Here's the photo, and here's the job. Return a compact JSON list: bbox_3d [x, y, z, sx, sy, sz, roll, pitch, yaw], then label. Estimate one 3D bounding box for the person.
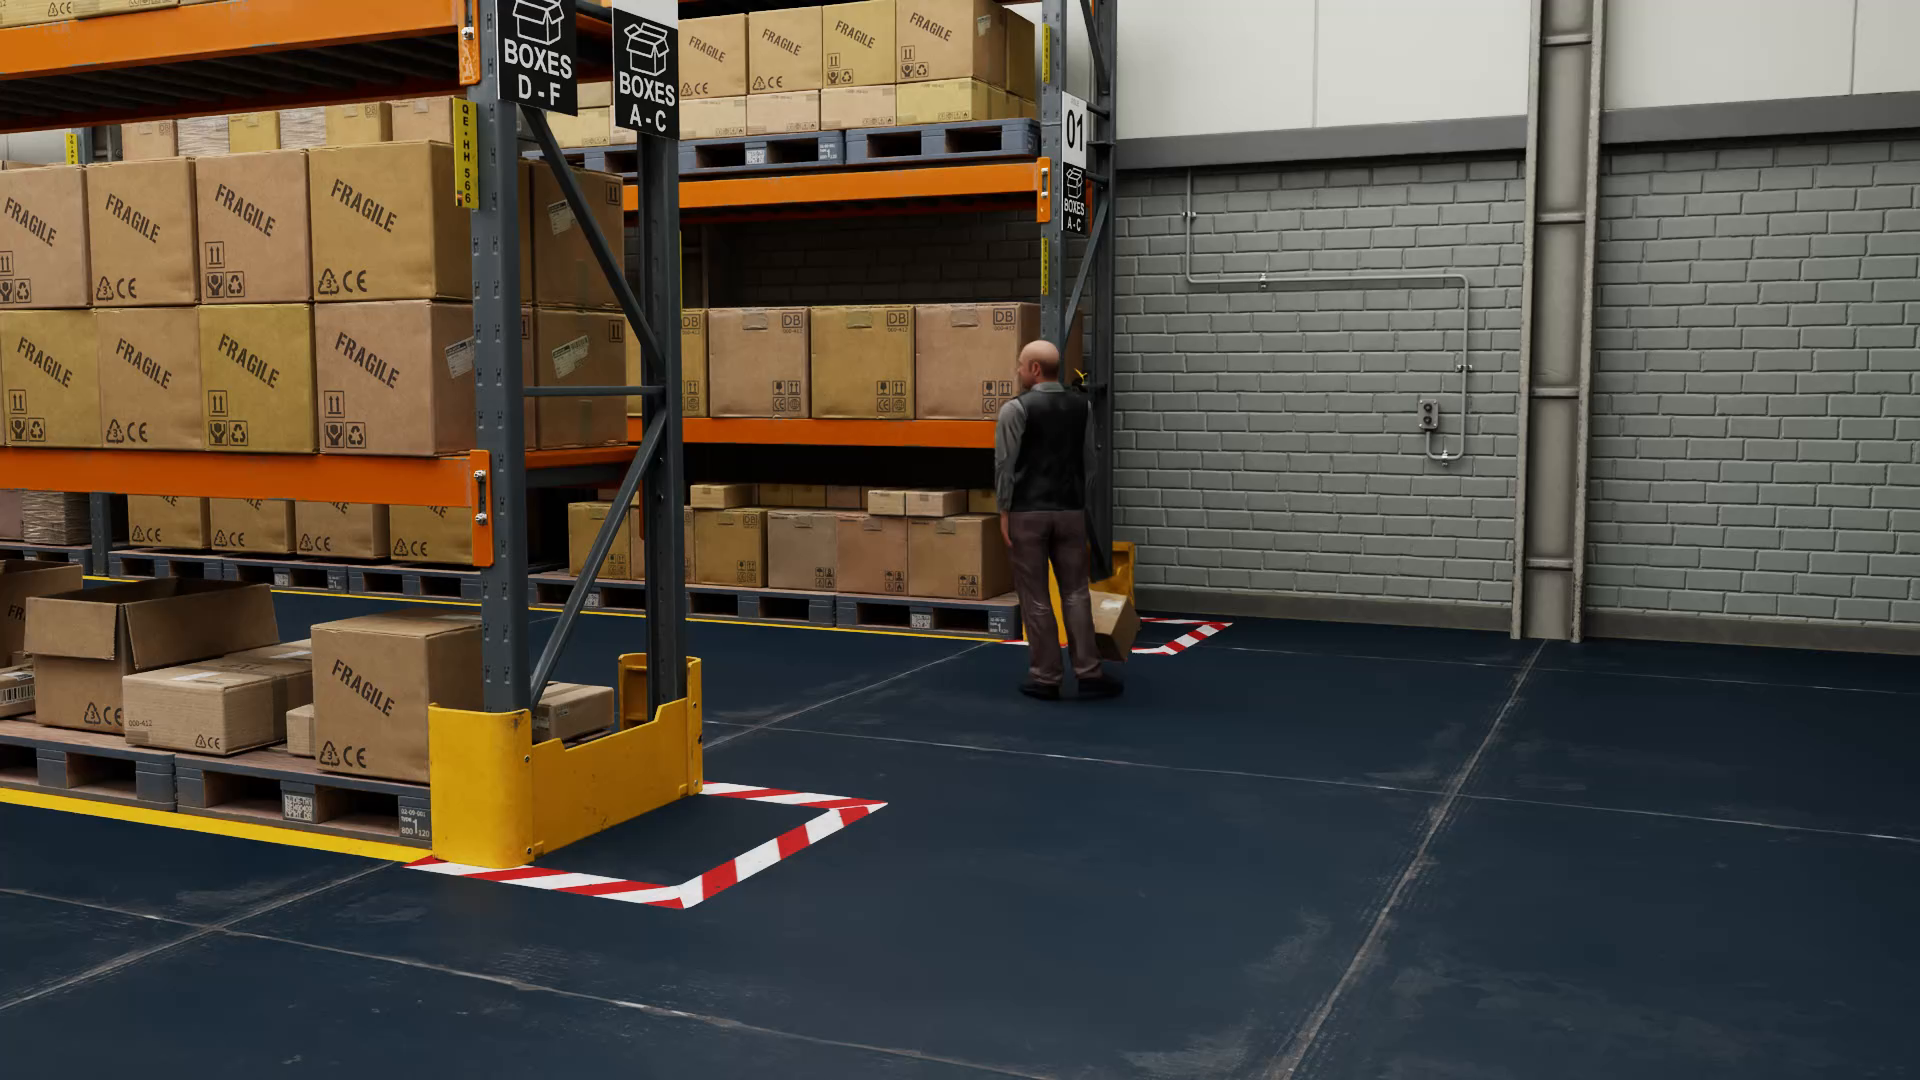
[{"bbox_3d":[0.465,-0.104,8.094,0.678,1.723,0.418,-2,6,-22],"label":"person"}]
